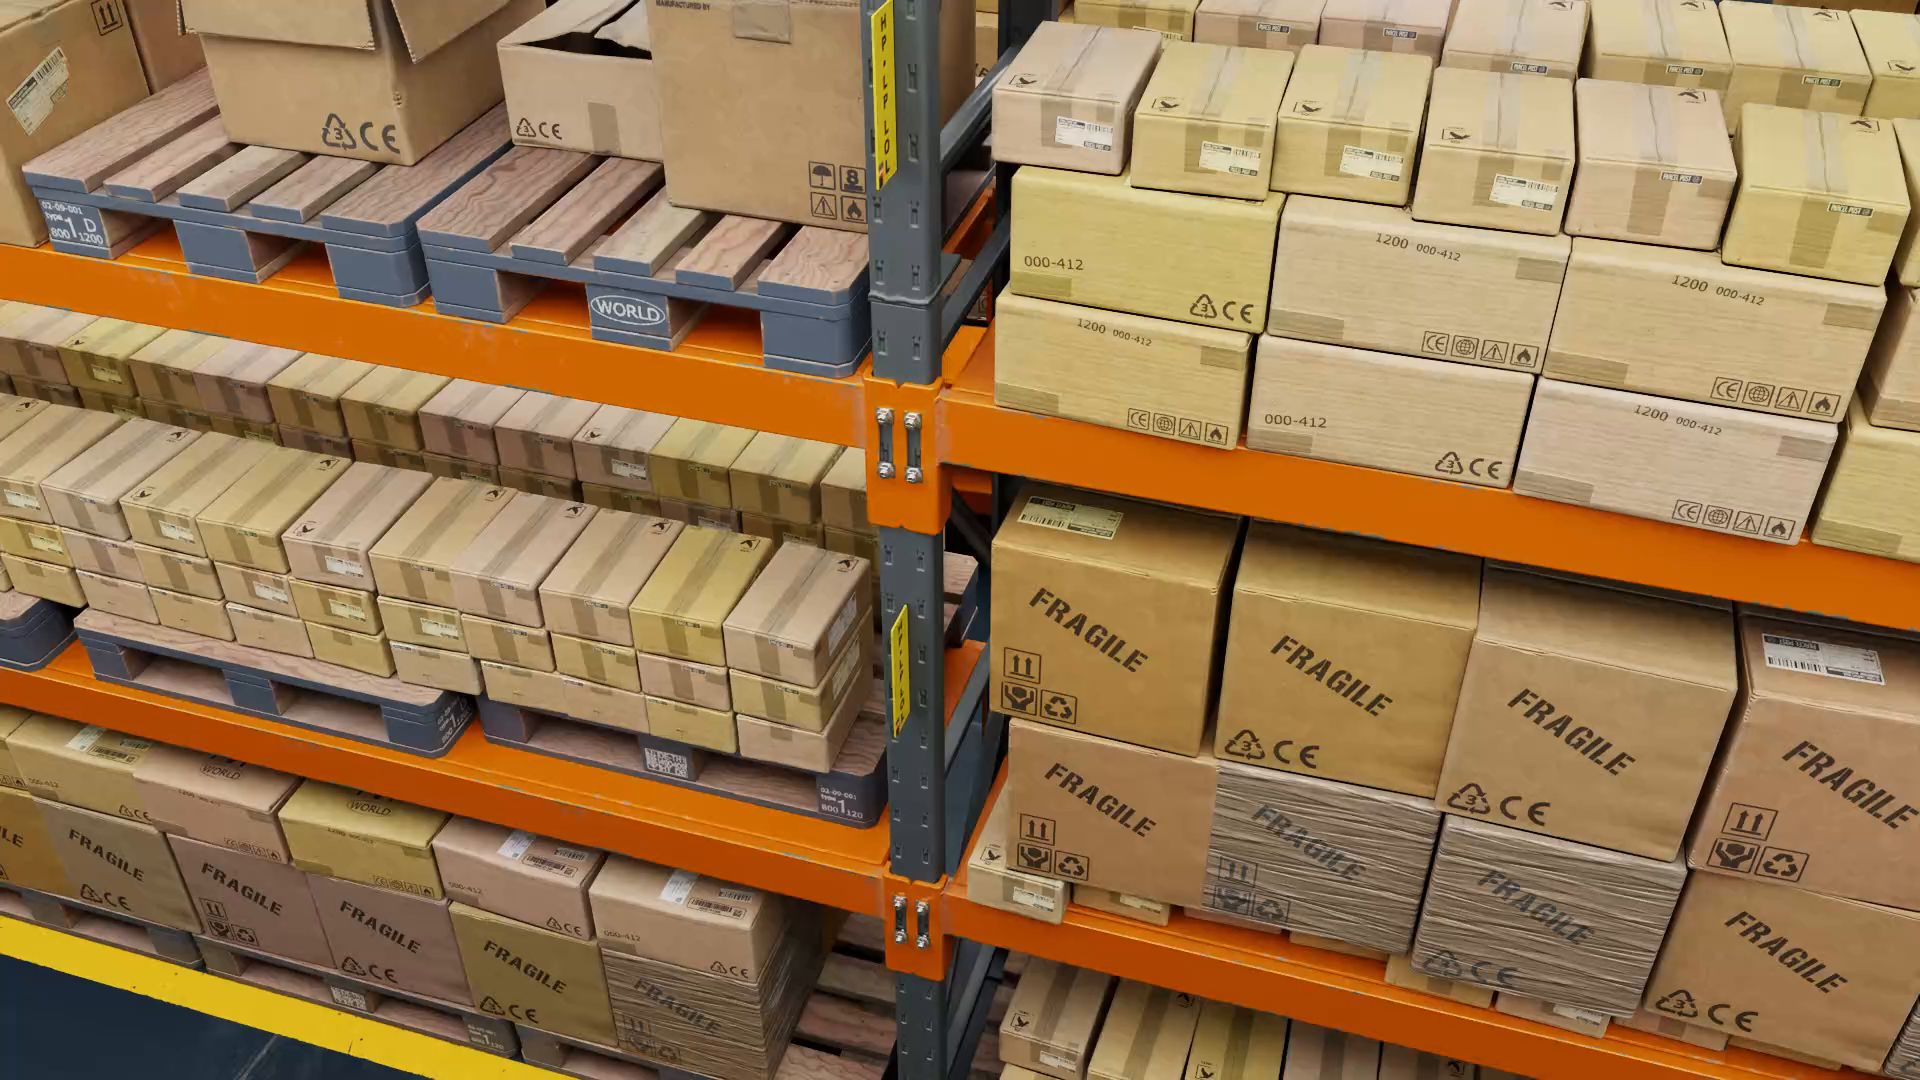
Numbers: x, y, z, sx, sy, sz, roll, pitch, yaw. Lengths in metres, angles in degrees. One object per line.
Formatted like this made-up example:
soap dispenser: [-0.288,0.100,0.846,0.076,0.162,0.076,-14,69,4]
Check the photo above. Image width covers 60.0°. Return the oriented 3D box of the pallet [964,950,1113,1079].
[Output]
pallet: [0.677,1.678,5.292,1.213,0.211,1.003,10,38,14]

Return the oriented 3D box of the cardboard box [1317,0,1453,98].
cardboard box: [0.907,-1.092,3.541,0.250,0.149,0.380,10,38,14]

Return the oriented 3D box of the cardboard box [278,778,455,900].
cardboard box: [-1.756,0.820,5.228,0.500,0.250,0.500,9,37,12]

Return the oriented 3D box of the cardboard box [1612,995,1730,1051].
cardboard box: [1.740,1.019,4.047,0.250,0.149,0.380,12,38,16]

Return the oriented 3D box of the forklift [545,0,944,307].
forklift: [-1.629,-1.349,7.110,3.031,2.935,1.130,8,37,10]

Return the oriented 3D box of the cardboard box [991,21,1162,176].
cardboard box: [0.231,-0.865,3.232,0.250,0.149,0.380,10,37,13]

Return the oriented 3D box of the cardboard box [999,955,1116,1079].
cardboard box: [0.293,1.374,4.902,0.250,0.149,0.380,12,38,16]

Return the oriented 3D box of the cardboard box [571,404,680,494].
cardboard box: [-0.963,-0.319,5.009,0.250,0.149,0.380,10,38,13]

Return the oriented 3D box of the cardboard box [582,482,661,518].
cardboard box: [-0.956,-0.197,5.094,0.250,0.149,0.380,9,37,12]

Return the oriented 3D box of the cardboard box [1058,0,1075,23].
cardboard box: [0.603,-2.392,8.385,0.500,0.500,0.500,12,38,15]

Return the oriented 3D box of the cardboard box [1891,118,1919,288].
cardboard box: [1.725,-0.566,2.827,0.250,0.149,0.380,9,37,13]

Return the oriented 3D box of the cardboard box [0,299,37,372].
cardboard box: [-3.188,-0.731,5.568,0.250,0.149,0.380,9,37,12]

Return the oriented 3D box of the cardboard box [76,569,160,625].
cardboard box: [-2.399,0.062,4.993,0.250,0.149,0.380,12,38,15]

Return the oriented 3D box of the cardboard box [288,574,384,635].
cardboard box: [-1.672,0.079,4.719,0.250,0.149,0.380,11,38,14]

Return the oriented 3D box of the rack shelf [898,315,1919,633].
rack shelf: [1.935,-0.108,3.443,4.000,0.370,1.077,10,38,14]

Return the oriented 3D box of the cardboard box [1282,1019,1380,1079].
cardboard box: [1.050,1.506,4.722,0.250,0.149,0.380,10,37,13]

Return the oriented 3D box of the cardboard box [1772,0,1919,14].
cardboard box: [4.068,-2.401,7.724,0.500,0.500,0.500,10,37,13]

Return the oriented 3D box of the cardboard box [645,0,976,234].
cardboard box: [-0.303,-1.090,3.732,0.500,0.500,0.700,11,38,14]

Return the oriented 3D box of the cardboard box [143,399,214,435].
cardboard box: [-2.439,-0.473,5.469,0.250,0.149,0.380,11,38,14]

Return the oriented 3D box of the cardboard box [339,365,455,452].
cardboard box: [-1.706,-0.455,5.193,0.250,0.149,0.380,12,38,15]

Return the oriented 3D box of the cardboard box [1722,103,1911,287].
cardboard box: [1.471,-0.605,2.880,0.250,0.149,0.380,12,38,16]

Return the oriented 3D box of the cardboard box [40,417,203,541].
cardboard box: [-2.408,-0.181,4.821,0.250,0.149,0.380,12,38,16]

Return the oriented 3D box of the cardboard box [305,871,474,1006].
cardboard box: [-1.734,1.122,5.450,0.500,0.500,0.500,10,37,13]

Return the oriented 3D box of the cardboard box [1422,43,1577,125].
cardboard box: [1.035,-0.856,3.557,0.500,0.250,0.500,9,37,12]

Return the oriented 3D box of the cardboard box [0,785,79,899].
cardboard box: [-3.193,0.856,5.810,0.500,0.500,0.500,9,37,12]

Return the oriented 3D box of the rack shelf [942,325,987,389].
rack shelf: [0.400,-0.657,7.199,1.000,0.278,0.538,8,37,10]

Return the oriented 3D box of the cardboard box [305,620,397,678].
cardboard box: [-1.657,0.202,4.803,0.250,0.149,0.380,12,38,16]

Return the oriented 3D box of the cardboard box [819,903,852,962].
cardboard box: [-0.601,1.013,5.597,0.500,0.500,0.500,12,38,16]

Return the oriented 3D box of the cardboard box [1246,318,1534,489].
cardboard box: [0.870,-0.377,3.327,0.500,0.250,0.500,10,38,13]

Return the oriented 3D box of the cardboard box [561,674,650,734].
cardboard box: [-0.898,0.340,4.616,0.250,0.149,0.380,10,38,14]

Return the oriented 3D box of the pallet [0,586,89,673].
pallet: [-3.080,-0.108,5.528,1.003,0.211,1.213,10,38,14]

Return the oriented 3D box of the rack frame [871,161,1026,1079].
rack frame: [0.026,0.456,4.599,0.127,3.000,1.000,10,38,14]

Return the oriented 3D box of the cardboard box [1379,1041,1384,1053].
cardboard box: [1.403,1.403,5.112,0.250,0.149,0.380,11,38,15]

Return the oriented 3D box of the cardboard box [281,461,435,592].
cardboard box: [-1.660,-0.042,4.633,0.250,0.149,0.380,9,37,12]

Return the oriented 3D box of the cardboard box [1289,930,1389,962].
cardboard box: [0.995,0.865,4.256,0.250,0.149,0.380,9,37,12]

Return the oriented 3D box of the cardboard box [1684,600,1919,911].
cardboard box: [1.844,0.392,3.507,0.500,0.500,0.500,9,37,12]

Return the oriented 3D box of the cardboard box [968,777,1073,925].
cardboard box: [0.198,0.793,4.354,0.250,0.149,0.380,12,38,16]

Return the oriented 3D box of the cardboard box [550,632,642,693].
cardboard box: [-0.901,0.219,4.529,0.250,0.149,0.380,12,38,16]

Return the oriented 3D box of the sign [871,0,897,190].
sign: [-0.137,-0.804,3.013,0.005,0.325,0.100,10,38,14]

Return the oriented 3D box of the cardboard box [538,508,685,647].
cardboard box: [-0.919,0.095,4.447,0.250,0.149,0.380,9,37,12]

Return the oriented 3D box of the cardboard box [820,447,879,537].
cardboard box: [-0.213,-0.181,4.821,0.250,0.149,0.380,12,38,16]

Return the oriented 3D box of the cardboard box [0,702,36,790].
cardboard box: [-3.206,0.544,5.602,0.500,0.250,0.500,9,37,12]

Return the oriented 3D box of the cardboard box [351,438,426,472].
cardboard box: [-1.707,-0.336,5.283,0.250,0.149,0.380,10,37,13]

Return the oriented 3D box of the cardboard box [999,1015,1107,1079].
cardboard box: [0.276,1.561,4.899,0.250,0.149,0.380,12,38,16]

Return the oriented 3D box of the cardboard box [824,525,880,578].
cardboard box: [-0.213,-0.061,4.909,0.250,0.149,0.380,11,38,15]

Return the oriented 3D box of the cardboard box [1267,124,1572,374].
cardboard box: [0.888,-0.581,3.183,0.500,0.250,0.500,10,38,14]

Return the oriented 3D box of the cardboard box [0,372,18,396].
cardboard box: [-3.185,-0.609,5.653,0.250,0.149,0.380,11,38,15]

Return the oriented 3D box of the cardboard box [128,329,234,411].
cardboard box: [-2.443,-0.594,5.382,0.250,0.149,0.380,12,38,15]

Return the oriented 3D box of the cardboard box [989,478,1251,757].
cardboard box: [0.384,0.111,3.889,0.500,0.500,0.500,11,38,15]

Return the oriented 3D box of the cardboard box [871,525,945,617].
cardboard box: [-0.213,0.059,4.998,0.250,0.149,0.380,9,37,12]

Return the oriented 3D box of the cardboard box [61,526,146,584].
cardboard box: [-2.397,-0.058,4.905,0.250,0.149,0.380,11,38,14]

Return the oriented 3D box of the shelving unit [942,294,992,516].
shelving unit: [0.400,-0.421,7.373,1.048,1.125,0.538,8,37,10]

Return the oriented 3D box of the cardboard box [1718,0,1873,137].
cardboard box: [1.648,-0.938,3.333,0.250,0.149,0.380,10,38,14]

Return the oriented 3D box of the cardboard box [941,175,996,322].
cardboard box: [0.131,-1.905,9.246,0.875,0.875,1.225,9,37,12]

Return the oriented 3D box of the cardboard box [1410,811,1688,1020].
cardboard box: [1.368,0.719,3.907,0.500,0.500,0.500,10,37,13]

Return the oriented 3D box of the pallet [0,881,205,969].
pallet: [-3.047,1.011,6.198,1.213,0.211,1.003,10,38,14]
